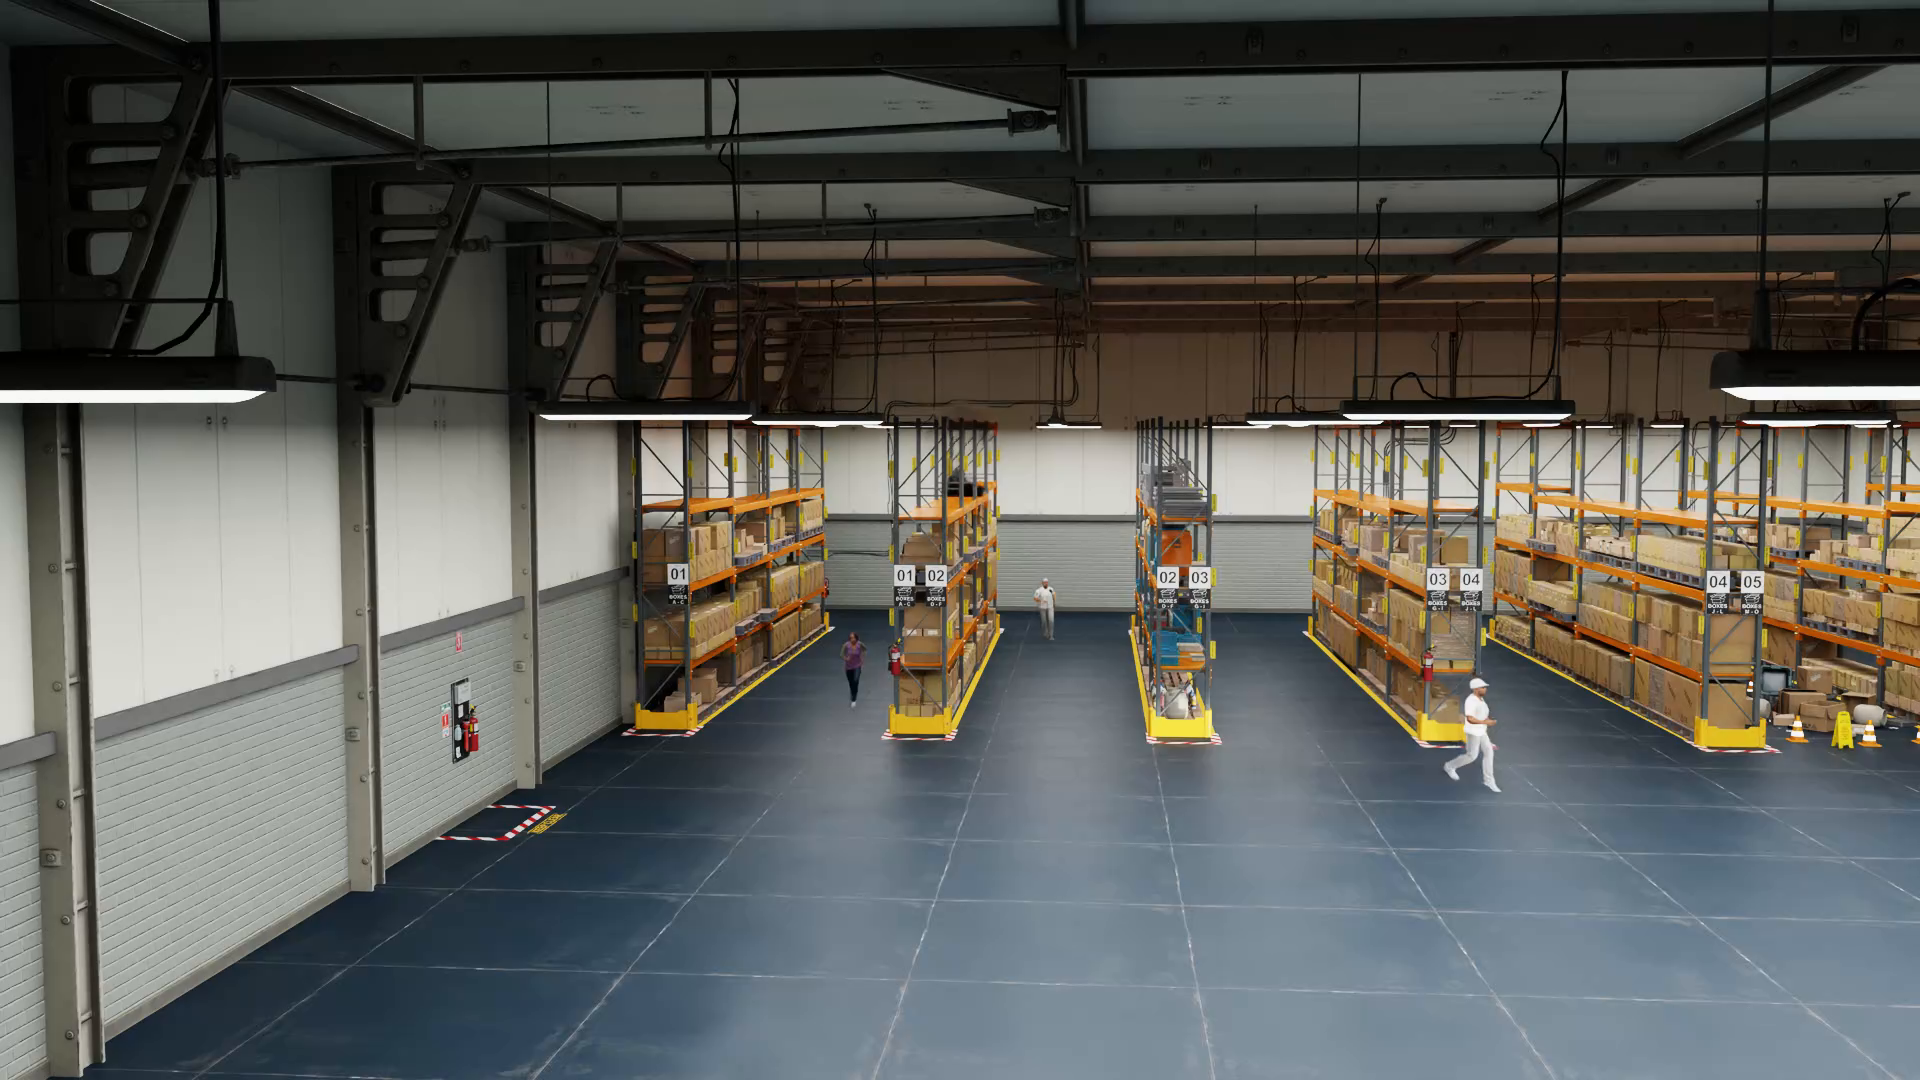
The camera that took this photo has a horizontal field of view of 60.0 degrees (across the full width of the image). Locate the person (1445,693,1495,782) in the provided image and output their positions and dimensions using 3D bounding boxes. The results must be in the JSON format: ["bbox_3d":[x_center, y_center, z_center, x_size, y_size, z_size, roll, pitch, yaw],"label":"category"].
[{"bbox_3d":[8.198,3.166,26.694,0.789,1.418,0.441,2,4,34],"label":"person"}]

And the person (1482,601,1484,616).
[{"bbox_3d":[13.363,1.866,43.284,0.608,1.452,0.729,0,4,5],"label":"person"}]

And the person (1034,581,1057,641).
[{"bbox_3d":[2.342,1.940,45.791,0.628,1.697,0.740,-1,4,-8],"label":"person"}]

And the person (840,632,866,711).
[{"bbox_3d":[-2.218,2.684,34.552,0.539,1.596,0.951,0,4,1],"label":"person"}]
